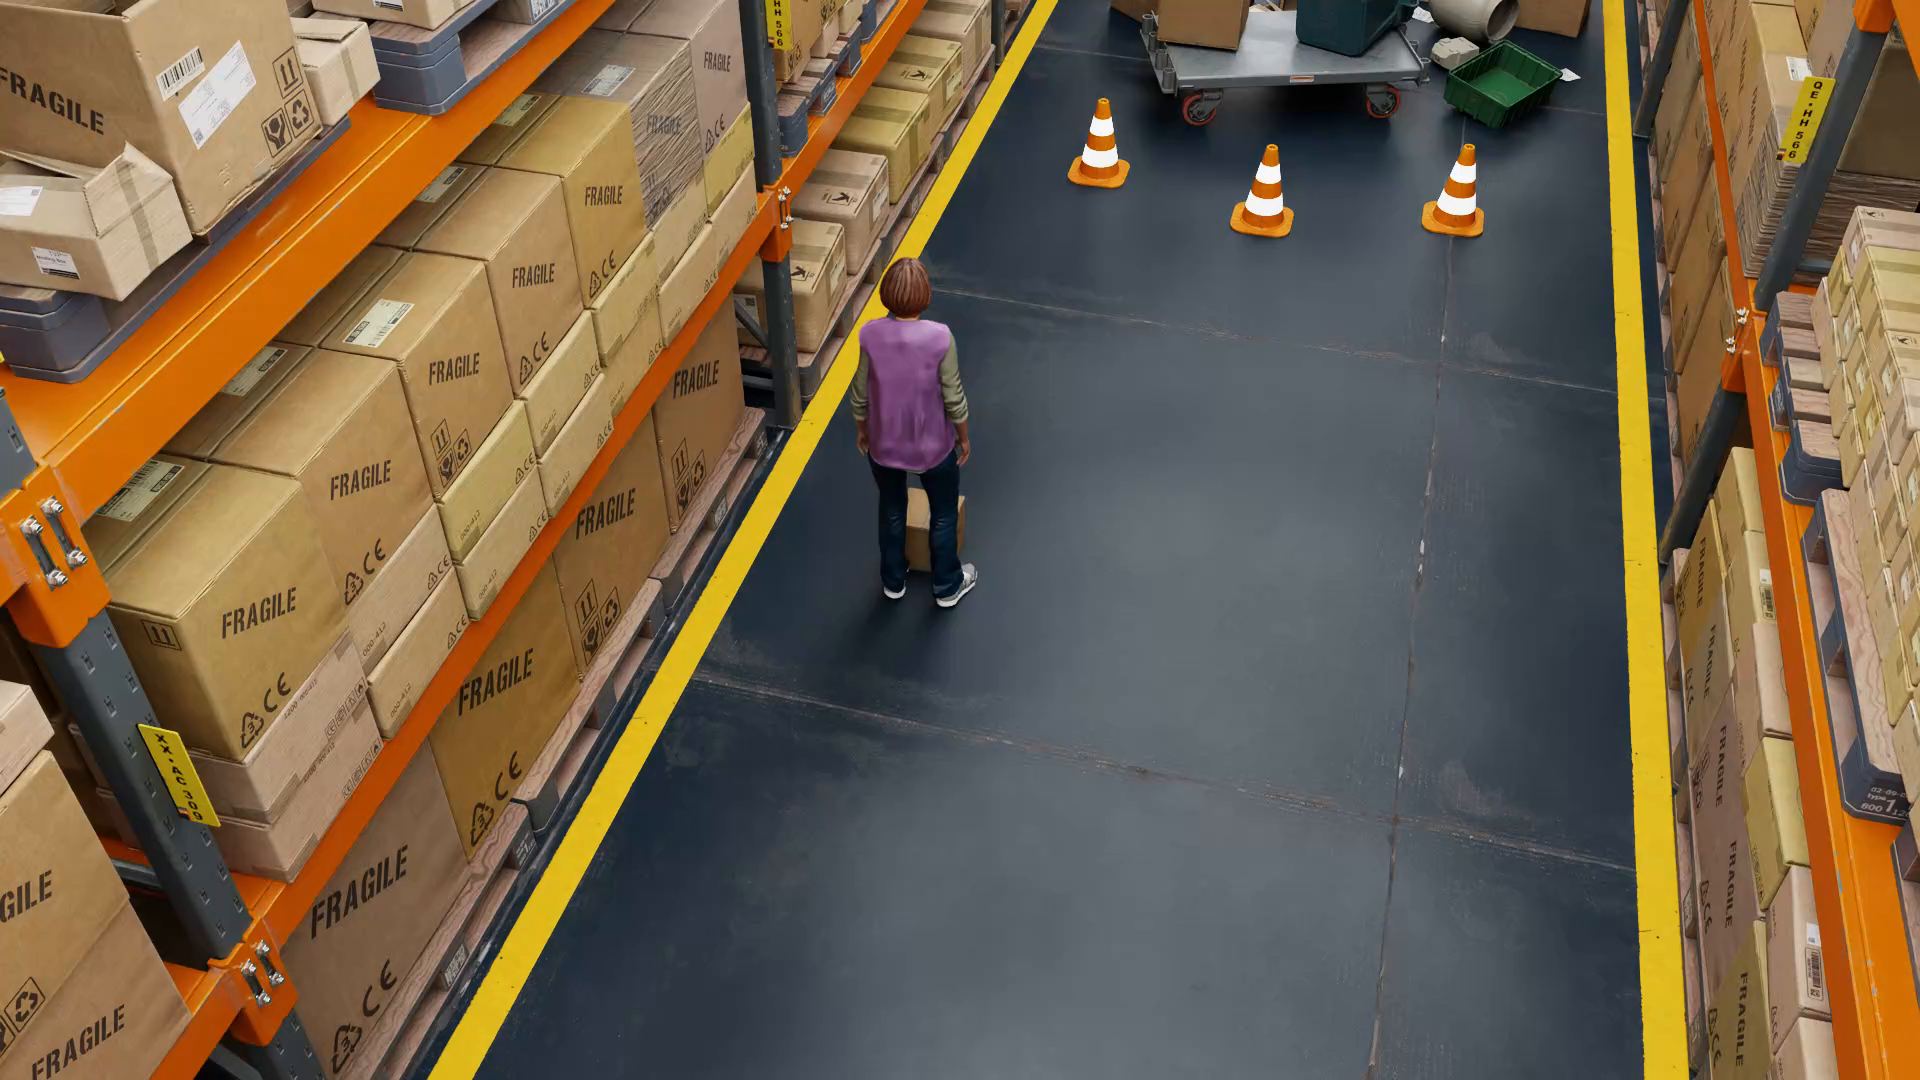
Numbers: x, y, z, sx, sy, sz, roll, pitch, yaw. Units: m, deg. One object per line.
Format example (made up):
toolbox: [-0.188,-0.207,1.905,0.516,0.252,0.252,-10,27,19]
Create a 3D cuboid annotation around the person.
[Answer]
person: [-0.186,-0.387,6.603,0.484,1.593,0.344,8,42,9]
